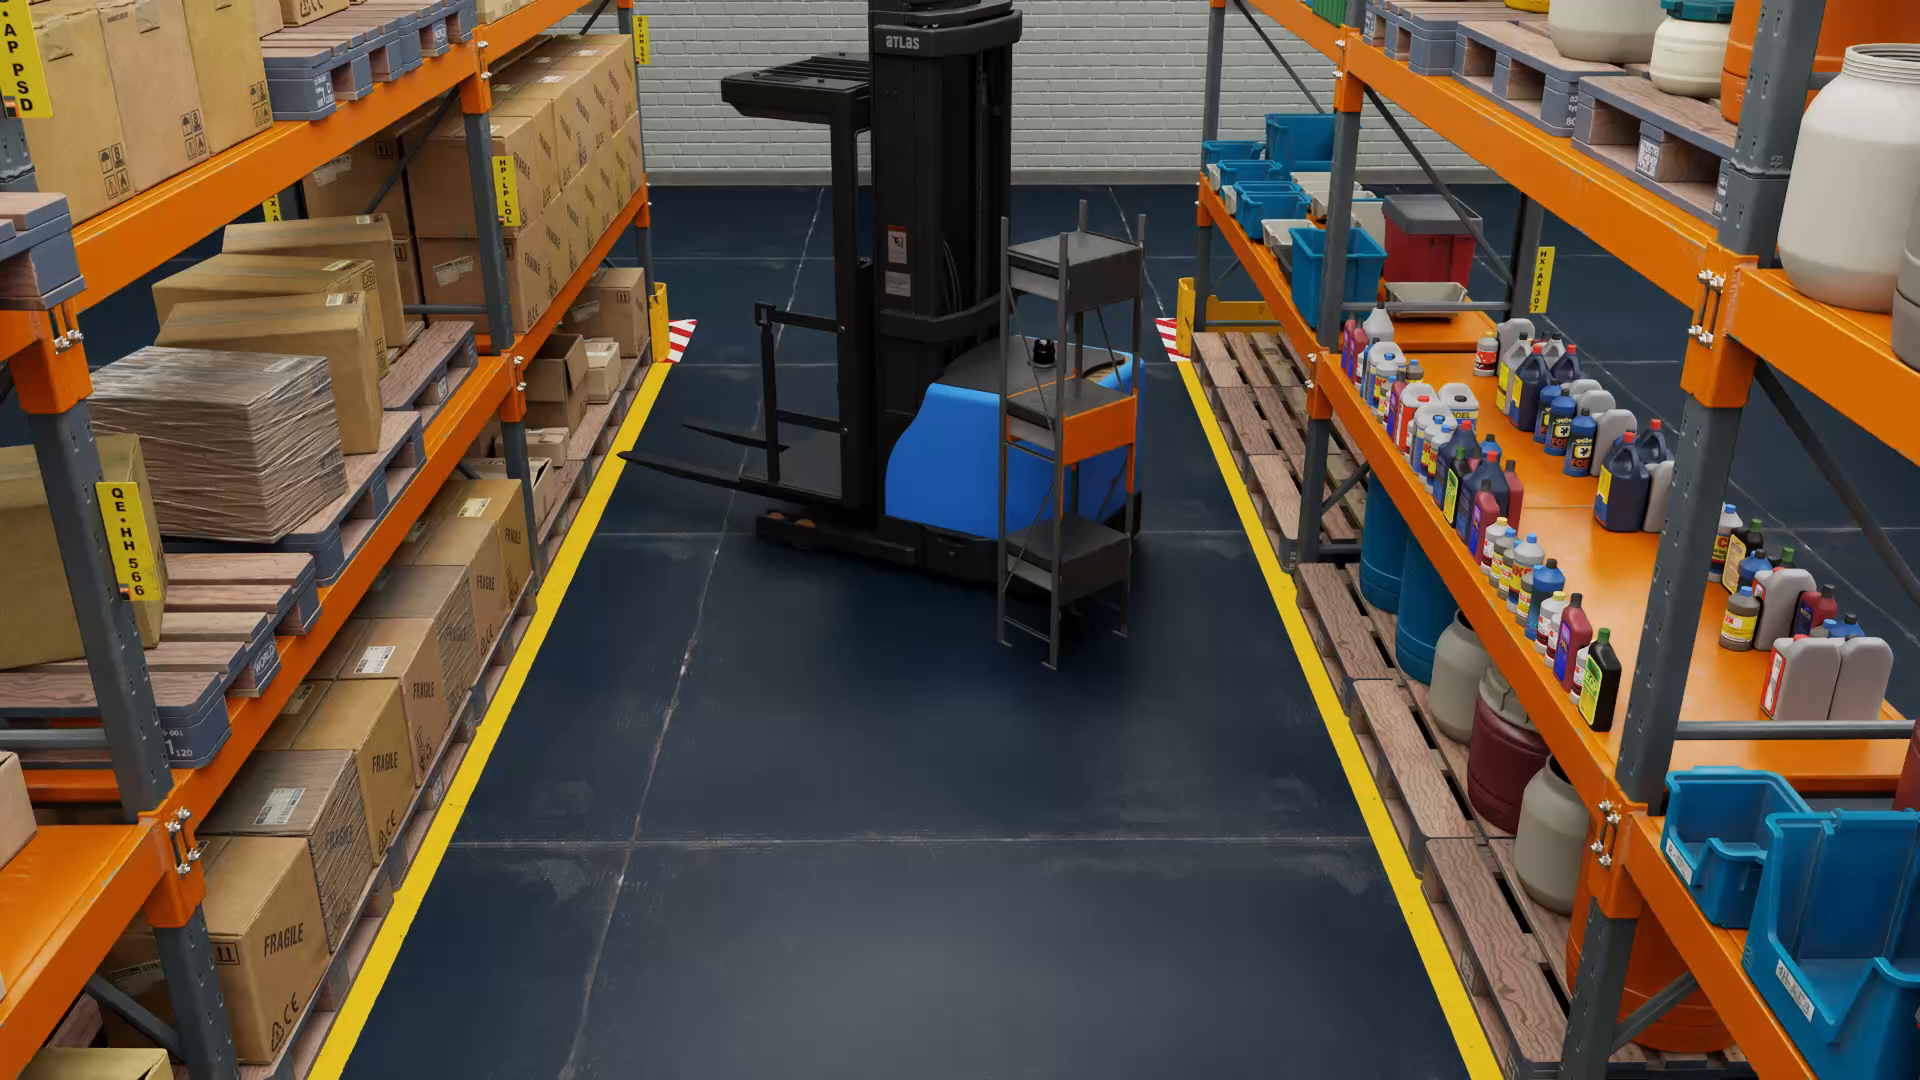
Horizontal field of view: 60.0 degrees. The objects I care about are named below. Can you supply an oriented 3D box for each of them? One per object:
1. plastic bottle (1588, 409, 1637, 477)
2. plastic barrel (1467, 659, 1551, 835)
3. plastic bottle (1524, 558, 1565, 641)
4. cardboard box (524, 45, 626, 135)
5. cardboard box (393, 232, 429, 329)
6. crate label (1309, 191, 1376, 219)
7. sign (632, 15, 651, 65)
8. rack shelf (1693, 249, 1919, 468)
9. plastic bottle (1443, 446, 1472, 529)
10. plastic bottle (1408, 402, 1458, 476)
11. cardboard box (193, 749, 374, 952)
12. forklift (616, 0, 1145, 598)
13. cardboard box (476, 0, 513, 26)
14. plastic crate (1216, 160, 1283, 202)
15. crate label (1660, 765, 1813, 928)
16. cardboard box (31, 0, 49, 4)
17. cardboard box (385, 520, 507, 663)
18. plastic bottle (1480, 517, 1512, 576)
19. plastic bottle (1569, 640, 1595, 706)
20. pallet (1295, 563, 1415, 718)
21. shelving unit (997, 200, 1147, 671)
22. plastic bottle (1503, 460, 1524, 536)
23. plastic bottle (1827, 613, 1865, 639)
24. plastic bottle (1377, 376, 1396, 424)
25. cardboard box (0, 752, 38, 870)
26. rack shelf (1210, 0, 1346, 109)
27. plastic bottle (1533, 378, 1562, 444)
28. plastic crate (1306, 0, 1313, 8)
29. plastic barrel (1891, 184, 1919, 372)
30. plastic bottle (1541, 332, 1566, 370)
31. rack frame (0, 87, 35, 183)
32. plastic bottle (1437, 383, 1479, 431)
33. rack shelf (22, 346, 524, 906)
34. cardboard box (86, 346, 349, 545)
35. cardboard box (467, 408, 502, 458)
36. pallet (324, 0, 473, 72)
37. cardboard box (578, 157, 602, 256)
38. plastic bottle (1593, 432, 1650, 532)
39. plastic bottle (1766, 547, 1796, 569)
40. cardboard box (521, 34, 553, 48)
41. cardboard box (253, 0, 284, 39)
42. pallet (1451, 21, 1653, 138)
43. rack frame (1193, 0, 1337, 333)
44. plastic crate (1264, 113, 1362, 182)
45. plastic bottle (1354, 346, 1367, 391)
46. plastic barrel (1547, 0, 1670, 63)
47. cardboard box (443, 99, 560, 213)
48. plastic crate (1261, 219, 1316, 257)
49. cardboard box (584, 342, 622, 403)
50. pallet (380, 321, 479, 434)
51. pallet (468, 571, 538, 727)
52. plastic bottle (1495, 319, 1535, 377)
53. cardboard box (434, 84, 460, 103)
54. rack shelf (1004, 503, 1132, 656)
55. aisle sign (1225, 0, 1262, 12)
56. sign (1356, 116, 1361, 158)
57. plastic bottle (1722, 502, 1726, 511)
[{"bbox_3d":[2.602,-0.404,6.655,0.152,0.276,0.135,0,24,-1],"label":"plastic bottle"},{"bbox_3d":[2.270,0.758,6.352,0.600,0.588,0.708,0,24,-1],"label":"plastic barrel"},{"bbox_3d":[1.886,0.188,5.351,0.097,0.271,0.097,0,24,0],"label":"plastic bottle"},{"bbox_3d":[-2.450,-2.870,10.620,0.500,0.500,0.500,0,24,1],"label":"cardboard box"},{"bbox_3d":[-2.955,-1.361,8.498,0.500,0.500,0.500,0,24,0],"label":"cardboard box"},{"bbox_3d":[2.423,-2.117,10.539,0.396,0.136,0.243,0,24,-1],"label":"crate label"},{"bbox_3d":[-2.181,-3.425,11.393,0.100,0.325,0.005,0,24,-1],"label":"sign"},{"bbox_3d":[2.326,0.302,2.175,1.077,0.370,4.000,0,24,-1],"label":"rack shelf"},{"bbox_3d":[1.857,-0.197,6.186,0.061,0.283,0.133,0,24,-1],"label":"plastic bottle"},{"bbox_3d":[1.897,-0.405,6.656,0.152,0.276,0.135,0,24,-1],"label":"plastic bottle"},{"bbox_3d":[-2.379,1.072,5.740,0.500,0.500,0.500,-1,24,-2],"label":"cardboard box"},{"bbox_3d":[-0.546,-1.459,8.918,3.031,2.935,1.130,13,27,26],"label":"forklift"},{"bbox_3d":[-2.450,-2.610,7.924,0.500,0.250,0.500,0,24,-1],"label":"cardboard box"},{"bbox_3d":[1.898,-2.356,10.950,0.416,0.233,0.300,0,24,-1],"label":"plastic crate"},{"bbox_3d":[1.934,0.769,4.114,0.303,0.233,0.416,0,24,-1],"label":"crate label"},{"bbox_3d":[-2.653,-1.720,4.438,0.500,0.500,0.500,0,24,-1],"label":"cardboard box"},{"bbox_3d":[-2.403,0.234,7.593,0.500,0.500,0.500,0,24,0],"label":"cardboard box"},{"bbox_3d":[1.880,0.019,5.808,0.097,0.201,0.097,0,24,0],"label":"plastic bottle"},{"bbox_3d":[1.890,0.395,4.977,0.097,0.201,0.097,0,24,0],"label":"plastic bottle"},{"bbox_3d":[2.227,0.457,7.982,1.003,0.211,1.213,0,24,-1],"label":"pallet"},{"bbox_3d":[0.502,-0.465,7.728,0.503,2.100,0.431,-20,31,-37],"label":"shelving unit"},{"bbox_3d":[2.003,-0.142,6.066,0.061,0.283,0.133,0,24,-1],"label":"plastic bottle"},{"bbox_3d":[2.649,0.348,4.997,0.097,0.271,0.097,0,24,0],"label":"plastic bottle"},{"bbox_3d":[1.864,-0.609,7.199,0.097,0.201,0.097,0,24,0],"label":"plastic bottle"},{"bbox_3d":[-2.689,0.728,4.108,0.500,0.311,0.500,1,24,3],"label":"cardboard box"},{"bbox_3d":[2.239,-2.994,9.463,1.077,0.370,4.000,0,24,-1],"label":"rack shelf"},{"bbox_3d":[2.473,-0.545,6.971,0.097,0.271,0.097,0,24,0],"label":"plastic bottle"},{"bbox_3d":[1.932,-2.795,8.354,0.416,0.233,0.300,0,24,-1],"label":"plastic crate"},{"bbox_3d":[2.096,-0.739,2.995,0.600,0.901,0.600,0,24,0],"label":"plastic barrel"},{"bbox_3d":[2.598,-0.731,7.287,0.144,0.351,0.185,0,24,-1],"label":"plastic bottle"},{"bbox_3d":[-2.649,-2.196,3.185,1.000,3.000,0.127,0,24,-1],"label":"rack frame"},{"bbox_3d":[2.047,-0.501,6.869,0.152,0.276,0.135,0,24,-1],"label":"plastic bottle"},{"bbox_3d":[-2.671,0.041,6.391,1.077,0.370,4.000,0,24,-1],"label":"rack shelf"},{"bbox_3d":[-2.587,-0.336,5.722,0.700,0.500,0.500,4,25,9],"label":"cardboard box"},{"bbox_3d":[-2.991,-0.628,9.728,0.500,0.311,0.500,0,24,-1],"label":"cardboard box"},{"bbox_3d":[-2.756,-2.123,6.891,1.213,0.211,1.003,0,24,-1],"label":"pallet"},{"bbox_3d":[-2.445,-1.994,9.897,0.500,0.500,0.500,-1,24,-1],"label":"cardboard box"},{"bbox_3d":[2.459,-0.221,6.159,0.144,0.351,0.185,0,24,-1],"label":"plastic bottle"},{"bbox_3d":[2.662,0.144,5.432,0.061,0.283,0.133,0,24,-1],"label":"plastic bottle"},{"bbox_3d":[-2.995,-3.076,11.076,0.500,0.500,0.500,0,24,1],"label":"cardboard box"},{"bbox_3d":[-2.743,-2.002,5.645,0.600,0.600,0.600,-1,24,-3],"label":"cardboard box"},{"bbox_3d":[2.382,-1.622,5.785,1.003,0.211,1.213,0,24,-1],"label":"pallet"},{"bbox_3d":[2.217,-2.779,11.756,1.000,3.000,0.127,0,24,-1],"label":"rack frame"},{"bbox_3d":[2.407,-2.686,11.433,0.616,0.435,0.499,0,24,-1],"label":"plastic crate"},{"bbox_3d":[1.859,-0.785,7.587,0.097,0.201,0.097,0,24,0],"label":"plastic bottle"},{"bbox_3d":[2.134,-1.833,5.348,0.433,0.535,0.433,0,24,0],"label":"plastic barrel"},{"bbox_3d":[-2.422,-2.020,8.741,0.500,0.500,0.500,-1,24,-2],"label":"cardboard box"},{"bbox_3d":[1.941,-1.755,9.737,0.293,0.136,0.466,0,24,-1],"label":"plastic crate"},{"bbox_3d":[-2.503,-1.092,10.827,0.500,0.250,0.500,0,24,-1],"label":"cardboard box"},{"bbox_3d":[-2.793,-0.693,7.376,1.003,0.211,1.213,0,24,-1],"label":"pallet"},{"bbox_3d":[-2.646,0.495,7.899,1.003,0.211,1.213,0,24,-1],"label":"pallet"},{"bbox_3d":[2.588,-0.914,7.781,0.152,0.276,0.135,0,24,-1],"label":"plastic bottle"},{"bbox_3d":[-2.970,-2.238,9.223,0.500,0.500,0.500,0,24,0],"label":"cardboard box"},{"bbox_3d":[0.503,0.185,8.024,0.480,0.518,0.431,-20,31,-37],"label":"rack shelf"},{"bbox_3d":[1.919,-3.992,11.282,0.394,0.787,0.004,0,24,-1],"label":"aisle sign"},{"bbox_3d":[2.767,-2.863,11.742,0.100,0.325,0.005,0,24,-1],"label":"sign"},{"bbox_3d":[2.639,-0.033,5.839,0.097,0.271,0.097,0,24,0],"label":"plastic bottle"}]
